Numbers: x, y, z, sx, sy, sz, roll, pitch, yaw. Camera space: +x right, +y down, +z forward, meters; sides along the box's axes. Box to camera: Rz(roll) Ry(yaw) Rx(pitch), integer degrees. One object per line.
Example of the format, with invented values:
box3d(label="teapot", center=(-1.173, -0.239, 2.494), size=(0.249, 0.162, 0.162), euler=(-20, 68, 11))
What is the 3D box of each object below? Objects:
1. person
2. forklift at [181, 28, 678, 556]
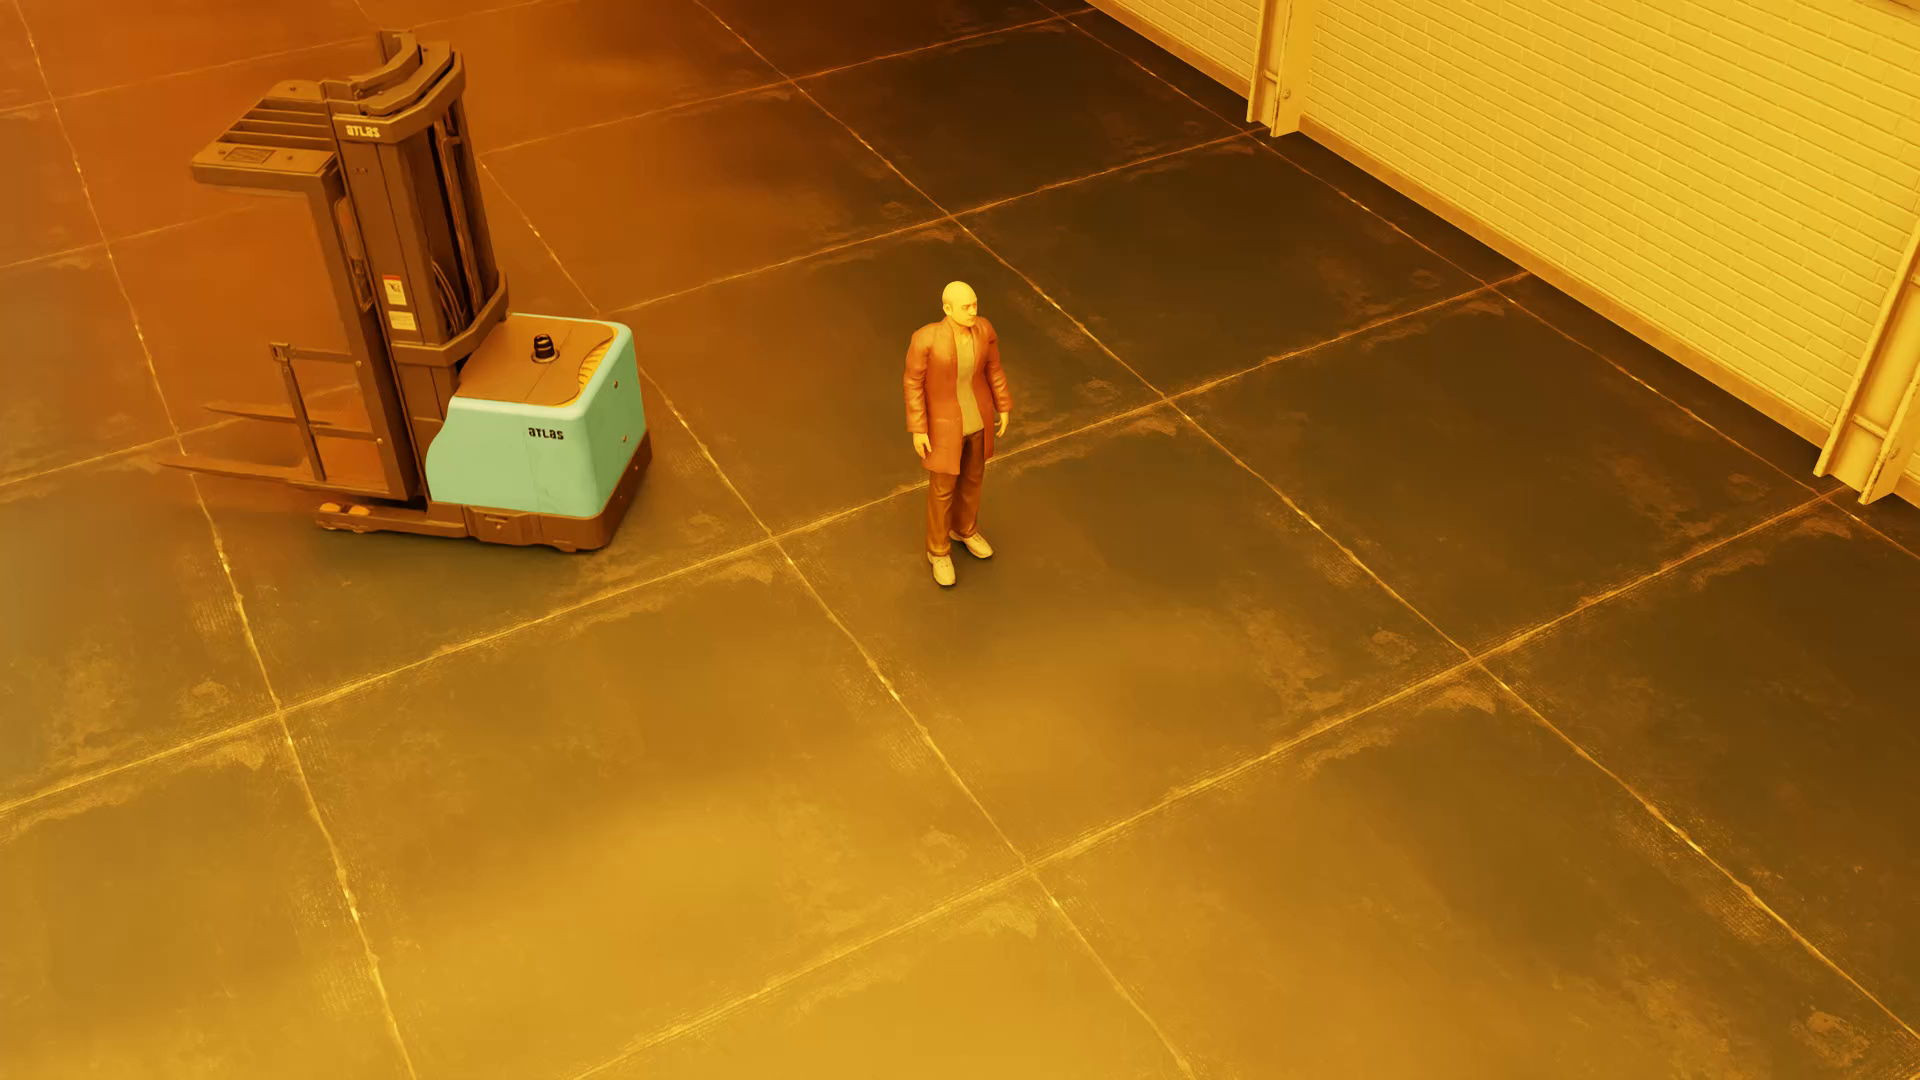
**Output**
box3d(label="person", center=(0.042, -0.635, 9.700), size=(0.695, 1.770, 0.580), euler=(-20, 44, -23))
box3d(label="forklift", center=(-3.402, -1.480, 9.820), size=(3.031, 2.935, 1.130), euler=(6, 40, 8))
